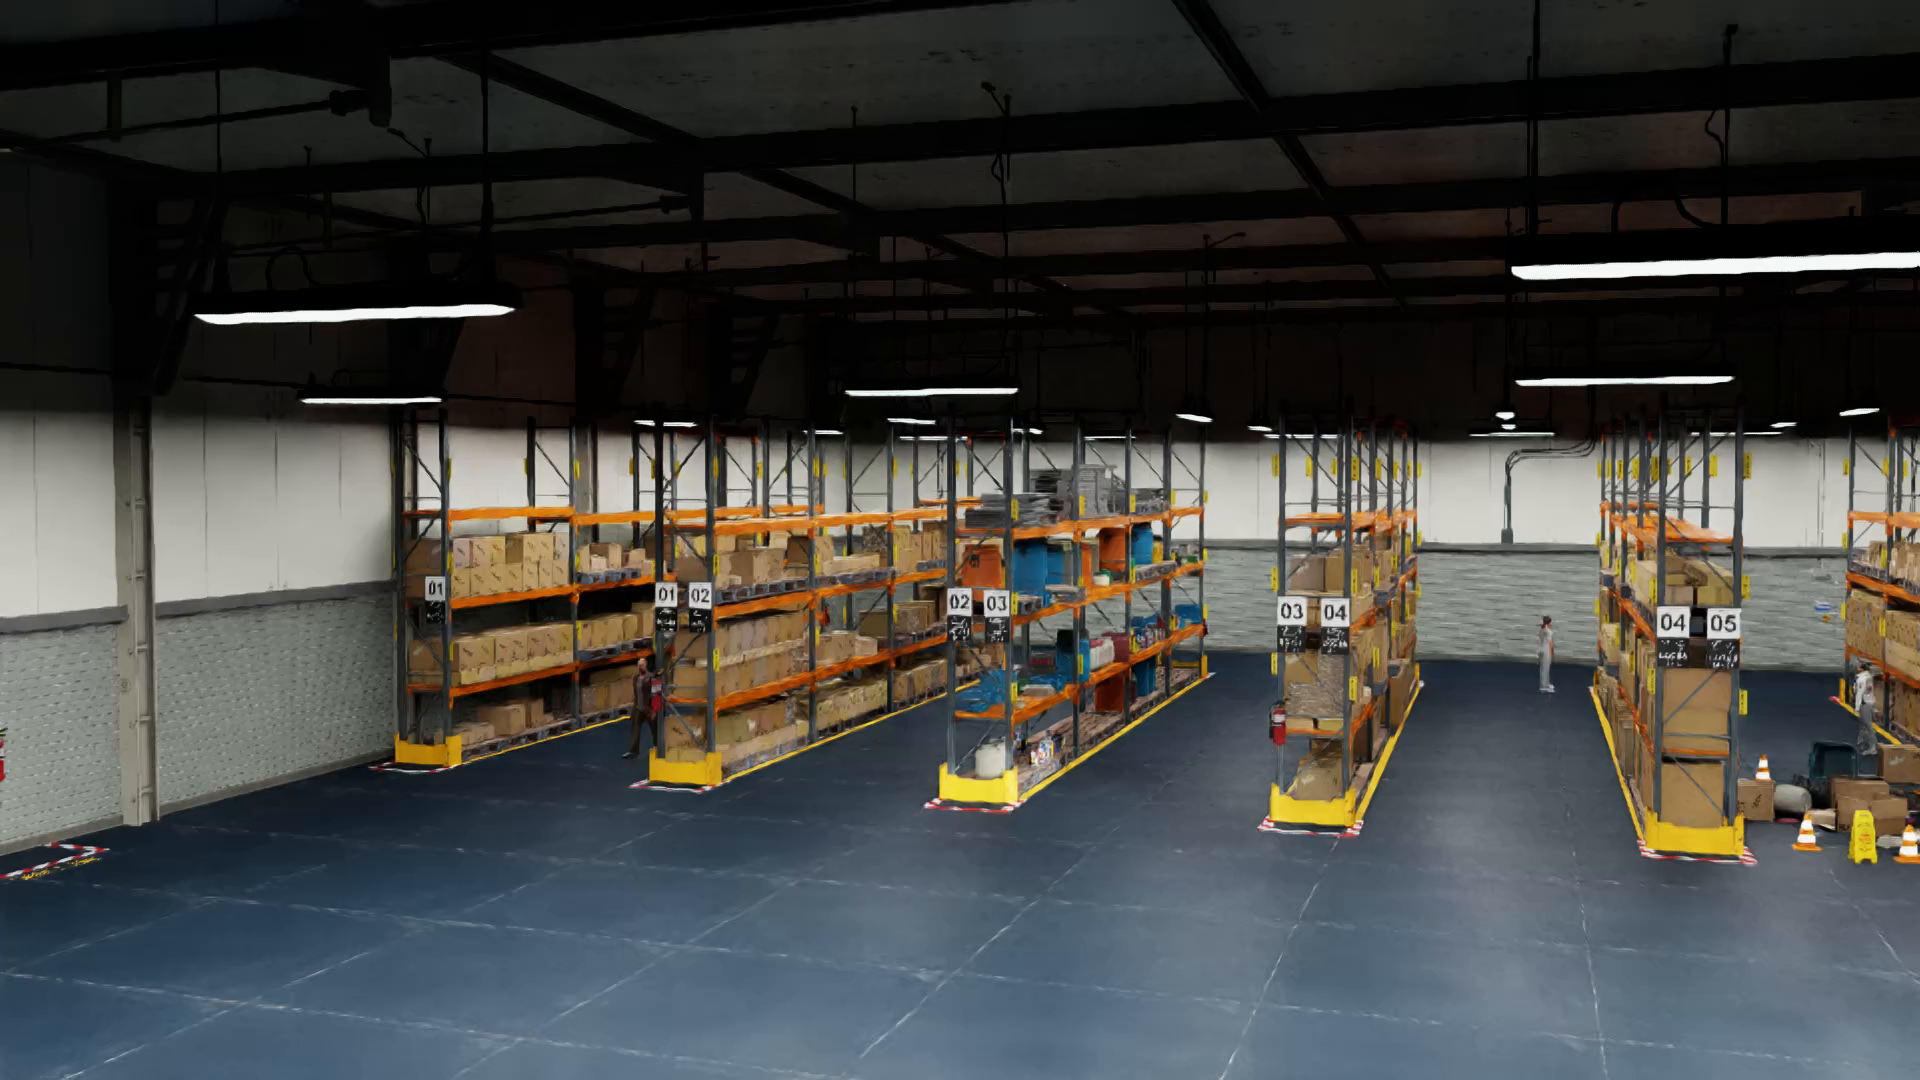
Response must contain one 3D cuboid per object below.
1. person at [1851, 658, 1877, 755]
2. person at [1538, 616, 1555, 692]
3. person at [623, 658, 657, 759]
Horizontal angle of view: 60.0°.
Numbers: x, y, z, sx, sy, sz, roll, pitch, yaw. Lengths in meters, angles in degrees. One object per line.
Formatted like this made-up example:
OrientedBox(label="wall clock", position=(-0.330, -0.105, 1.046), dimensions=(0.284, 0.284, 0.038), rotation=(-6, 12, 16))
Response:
OrientedBox(label="person", position=(15.844, 2.903, 29.189), dimensions=(0.550, 1.663, 0.585), rotation=(2, 3, 40))
OrientedBox(label="person", position=(13.220, 2.546, 37.380), dimensions=(0.451, 1.679, 0.540), rotation=(0, 2, -10))
OrientedBox(label="person", position=(-5.450, 2.899, 28.803), dimensions=(0.594, 1.725, 1.111), rotation=(1, 3, 18))
